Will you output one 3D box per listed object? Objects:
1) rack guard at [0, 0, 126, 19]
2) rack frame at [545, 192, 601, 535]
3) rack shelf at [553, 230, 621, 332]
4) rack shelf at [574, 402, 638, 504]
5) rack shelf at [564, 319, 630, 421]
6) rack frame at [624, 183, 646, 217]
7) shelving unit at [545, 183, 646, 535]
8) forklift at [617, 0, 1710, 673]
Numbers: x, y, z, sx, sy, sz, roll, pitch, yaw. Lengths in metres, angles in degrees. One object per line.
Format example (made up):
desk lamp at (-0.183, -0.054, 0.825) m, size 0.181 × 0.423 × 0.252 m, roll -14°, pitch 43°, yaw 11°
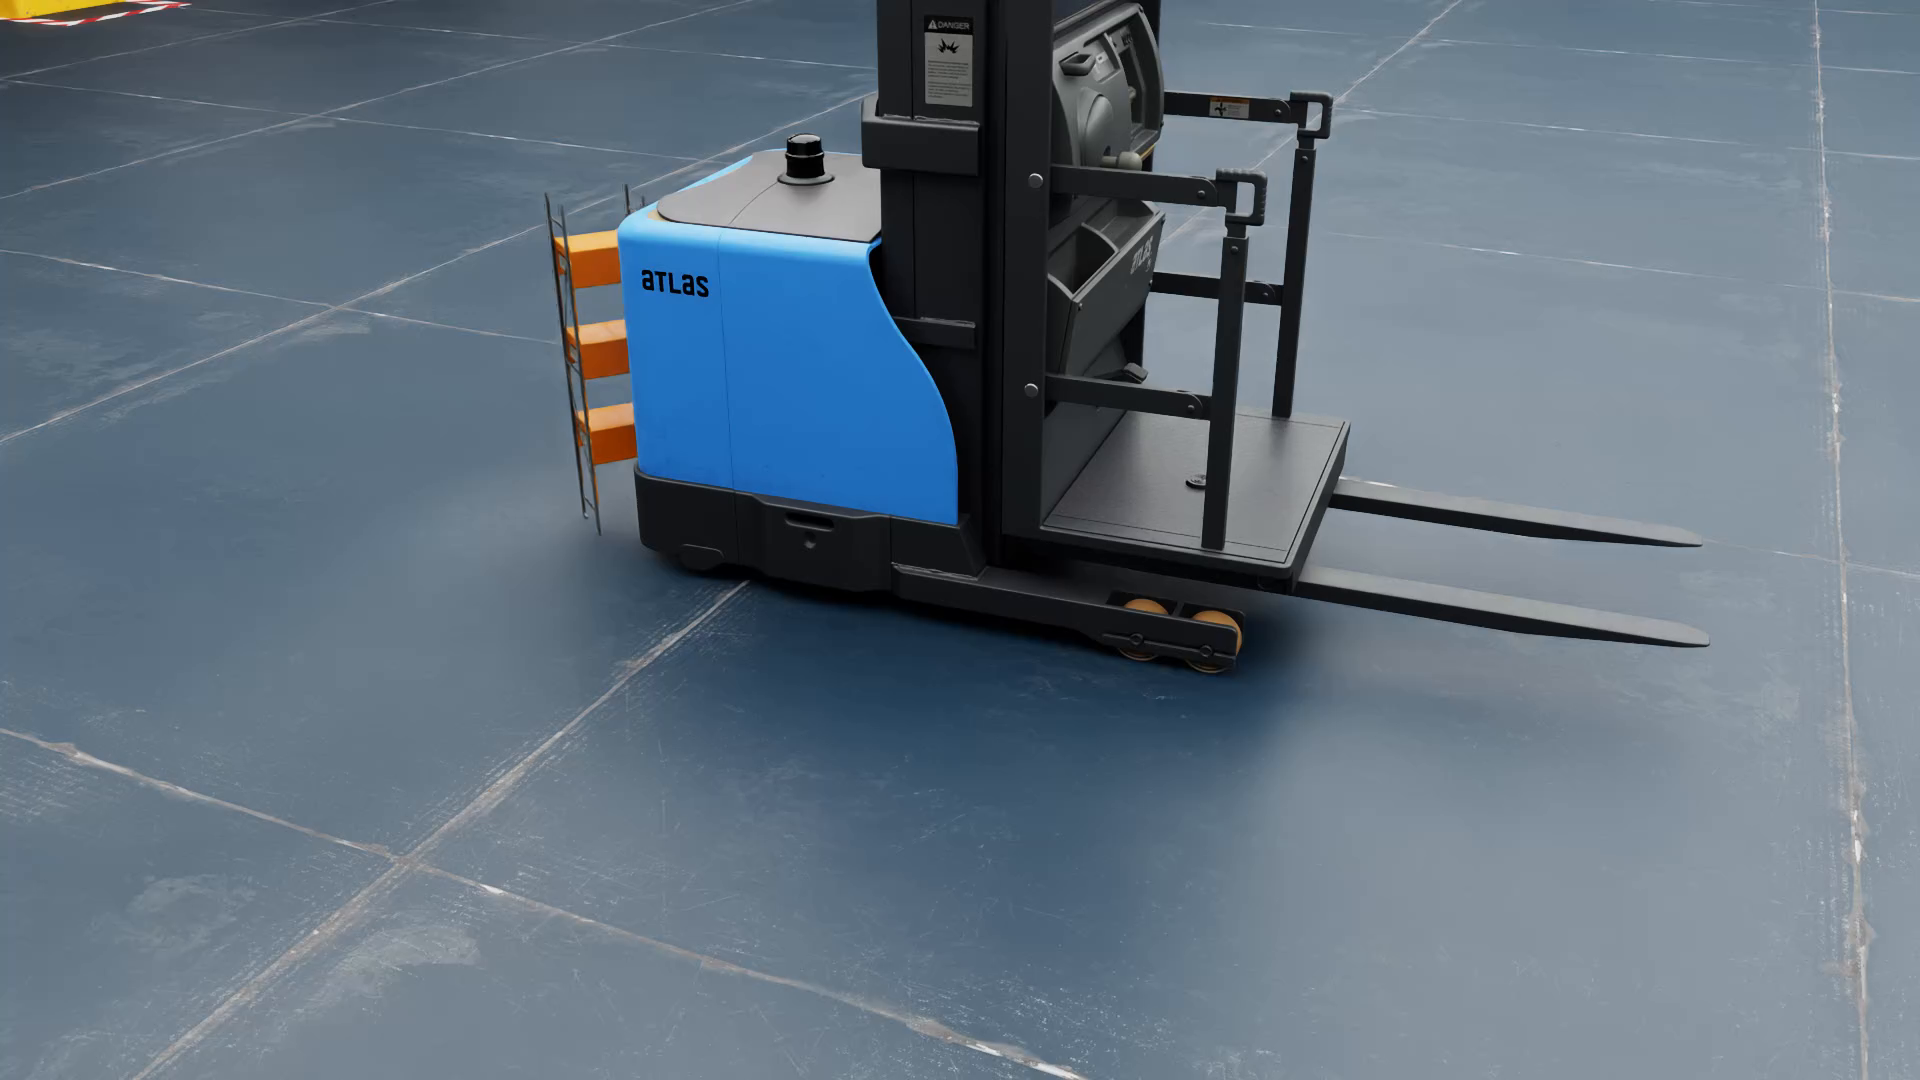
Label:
rack guard at (-8.083, -5.011, 14.861) m, size 0.348 × 0.500 × 1.175 m, roll 11°, pitch 28°, yaw 22°
rack frame at (-1.191, -0.530, 5.127) m, size 0.008 × 1.050 × 0.200 m, roll -12°, pitch 27°, yaw -24°
rack shelf at (-1.087, -0.803, 5.065) m, size 0.240 × 0.259 × 0.215 m, roll -12°, pitch 27°, yaw -24°
rack shelf at (-1.077, -0.291, 5.295) m, size 0.240 × 0.259 × 0.215 m, roll -12°, pitch 27°, yaw -24°
rack shelf at (-1.082, -0.544, 5.181) m, size 0.240 × 0.259 × 0.215 m, roll -12°, pitch 27°, yaw -24°
rack frame at (-0.973, -0.578, 5.225) m, size 0.008 × 1.050 × 0.200 m, roll -12°, pitch 27°, yaw -24°
shelving unit at (-1.082, -0.554, 5.176) m, size 0.252 × 1.050 × 0.215 m, roll -12°, pitch 27°, yaw -24°
forklift at (0.591, -1.218, 4.407) m, size 3.031 × 2.935 × 1.130 m, roll 9°, pitch 28°, yaw 18°
